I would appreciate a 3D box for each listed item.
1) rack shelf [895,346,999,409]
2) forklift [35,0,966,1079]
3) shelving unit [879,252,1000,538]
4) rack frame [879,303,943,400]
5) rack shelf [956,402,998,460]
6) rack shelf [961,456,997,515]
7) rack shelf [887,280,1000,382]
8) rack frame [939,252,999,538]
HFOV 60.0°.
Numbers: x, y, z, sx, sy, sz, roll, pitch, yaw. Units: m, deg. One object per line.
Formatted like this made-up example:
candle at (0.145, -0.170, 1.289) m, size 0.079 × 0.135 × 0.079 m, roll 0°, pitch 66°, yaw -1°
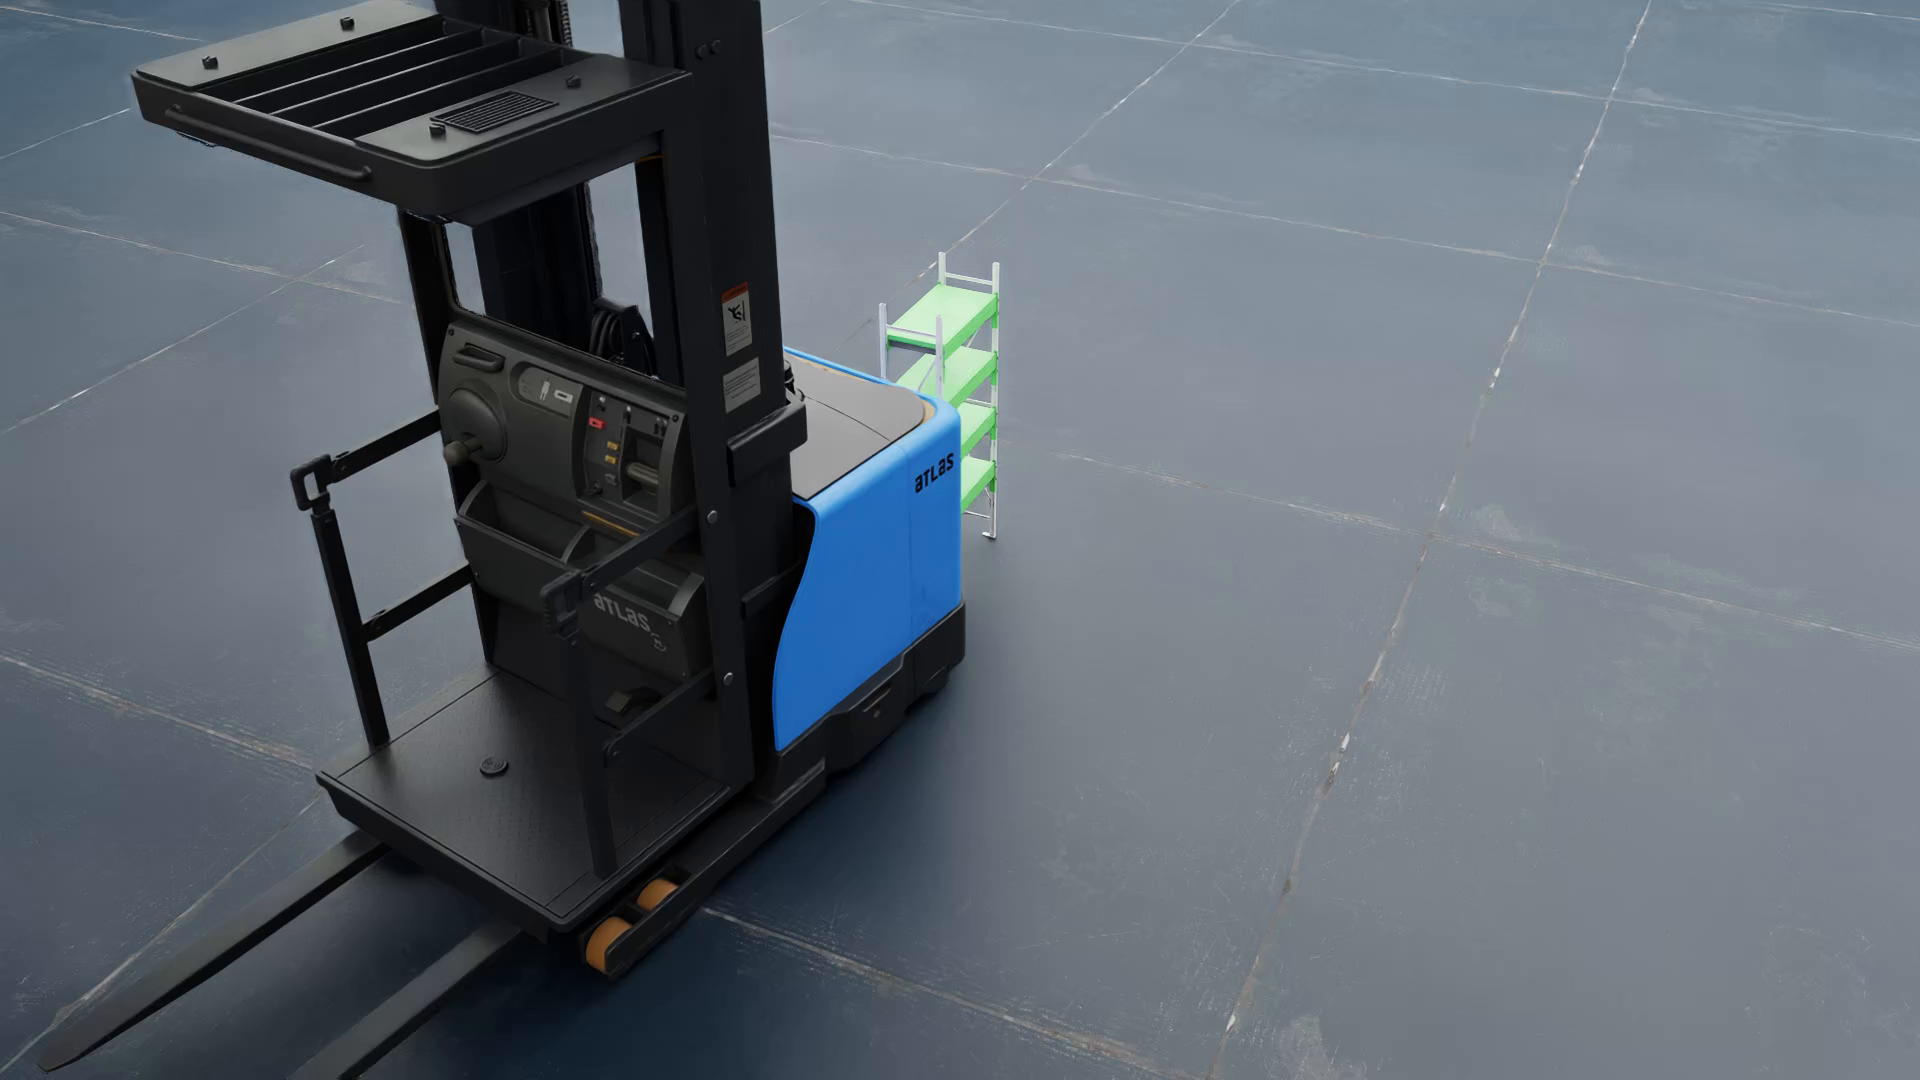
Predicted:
rack shelf at (-0.069, -0.567, 6.199) m, size 0.258 × 0.148 × 0.480 m, roll 14°, pitch 36°, yaw 20°
forklift at (-1.242, -0.265, 4.482) m, size 1.130 × 2.935 × 3.031 m, roll 21°, pitch 39°, yaw 29°
shelving unit at (-0.069, -0.419, 6.295) m, size 0.258 × 1.200 × 0.503 m, roll 14°, pitch 36°, yaw 20°
rack frame at (-0.171, -0.298, 6.110) m, size 0.240 × 1.200 × 0.015 m, roll 14°, pitch 36°, yaw 20°
rack shelf at (-0.069, -0.366, 6.330) m, size 0.258 × 0.148 × 0.480 m, roll 14°, pitch 36°, yaw 20°
rack shelf at (-0.069, -0.165, 6.462) m, size 0.258 × 0.148 × 0.480 m, roll 14°, pitch 36°, yaw 20°
rack shelf at (-0.069, -0.767, 6.067) m, size 0.258 × 0.148 × 0.480 m, roll 14°, pitch 36°, yaw 20°
rack frame at (0.033, -0.541, 6.481) m, size 0.240 × 1.200 × 0.015 m, roll 14°, pitch 36°, yaw 20°
